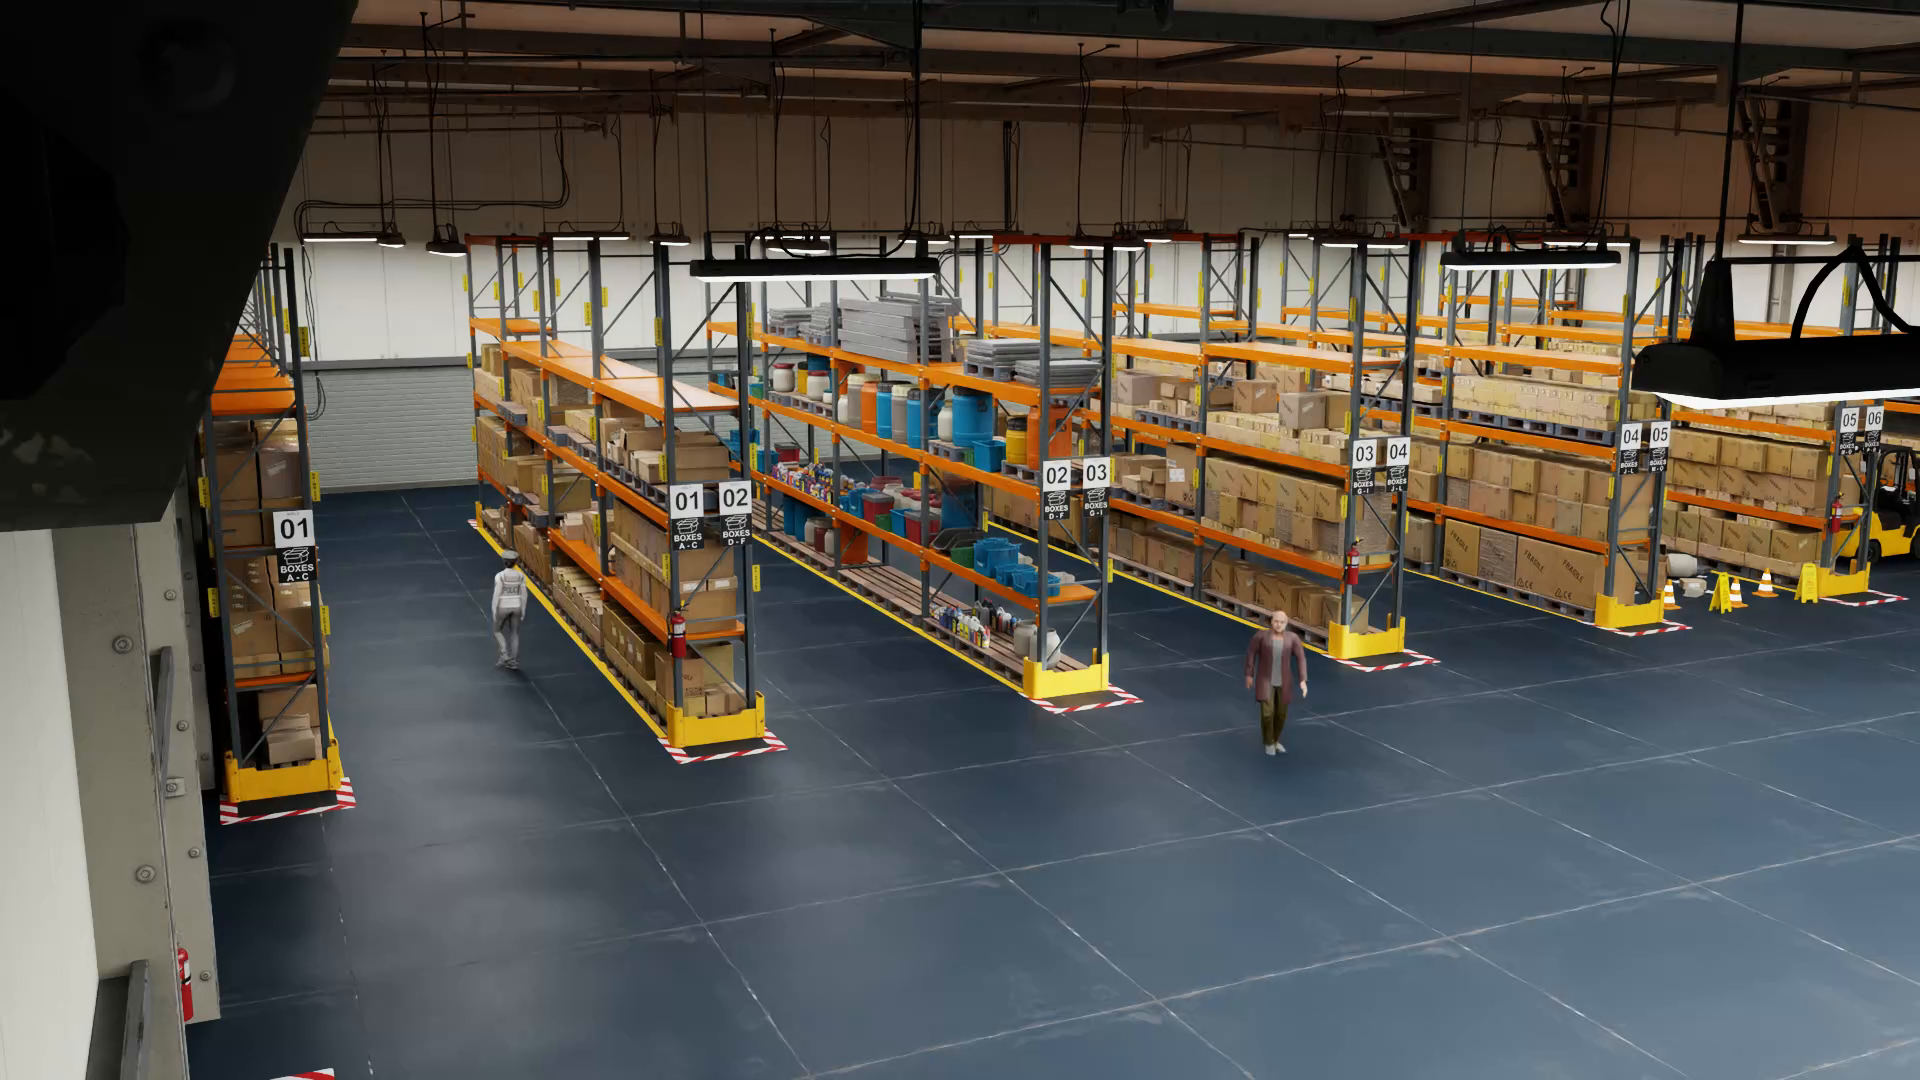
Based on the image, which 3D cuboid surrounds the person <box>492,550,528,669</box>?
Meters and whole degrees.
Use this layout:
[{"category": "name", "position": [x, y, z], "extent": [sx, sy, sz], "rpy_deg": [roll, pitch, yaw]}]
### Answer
[{"category": "person", "position": [-6.378, 0.994, 23.560], "extent": [0.523, 1.676, 0.405], "rpy_deg": [-6, 12, -28]}]

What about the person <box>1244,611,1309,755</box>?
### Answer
[{"category": "person", "position": [3.762, 1.740, 19.817], "extent": [0.706, 1.828, 0.639], "rpy_deg": [0, 11, 1]}]

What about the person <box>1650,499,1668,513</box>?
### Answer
[{"category": "person", "position": [15.060, -1.428, 35.771], "extent": [0.589, 1.769, 0.562], "rpy_deg": [-10, 15, -43]}]
